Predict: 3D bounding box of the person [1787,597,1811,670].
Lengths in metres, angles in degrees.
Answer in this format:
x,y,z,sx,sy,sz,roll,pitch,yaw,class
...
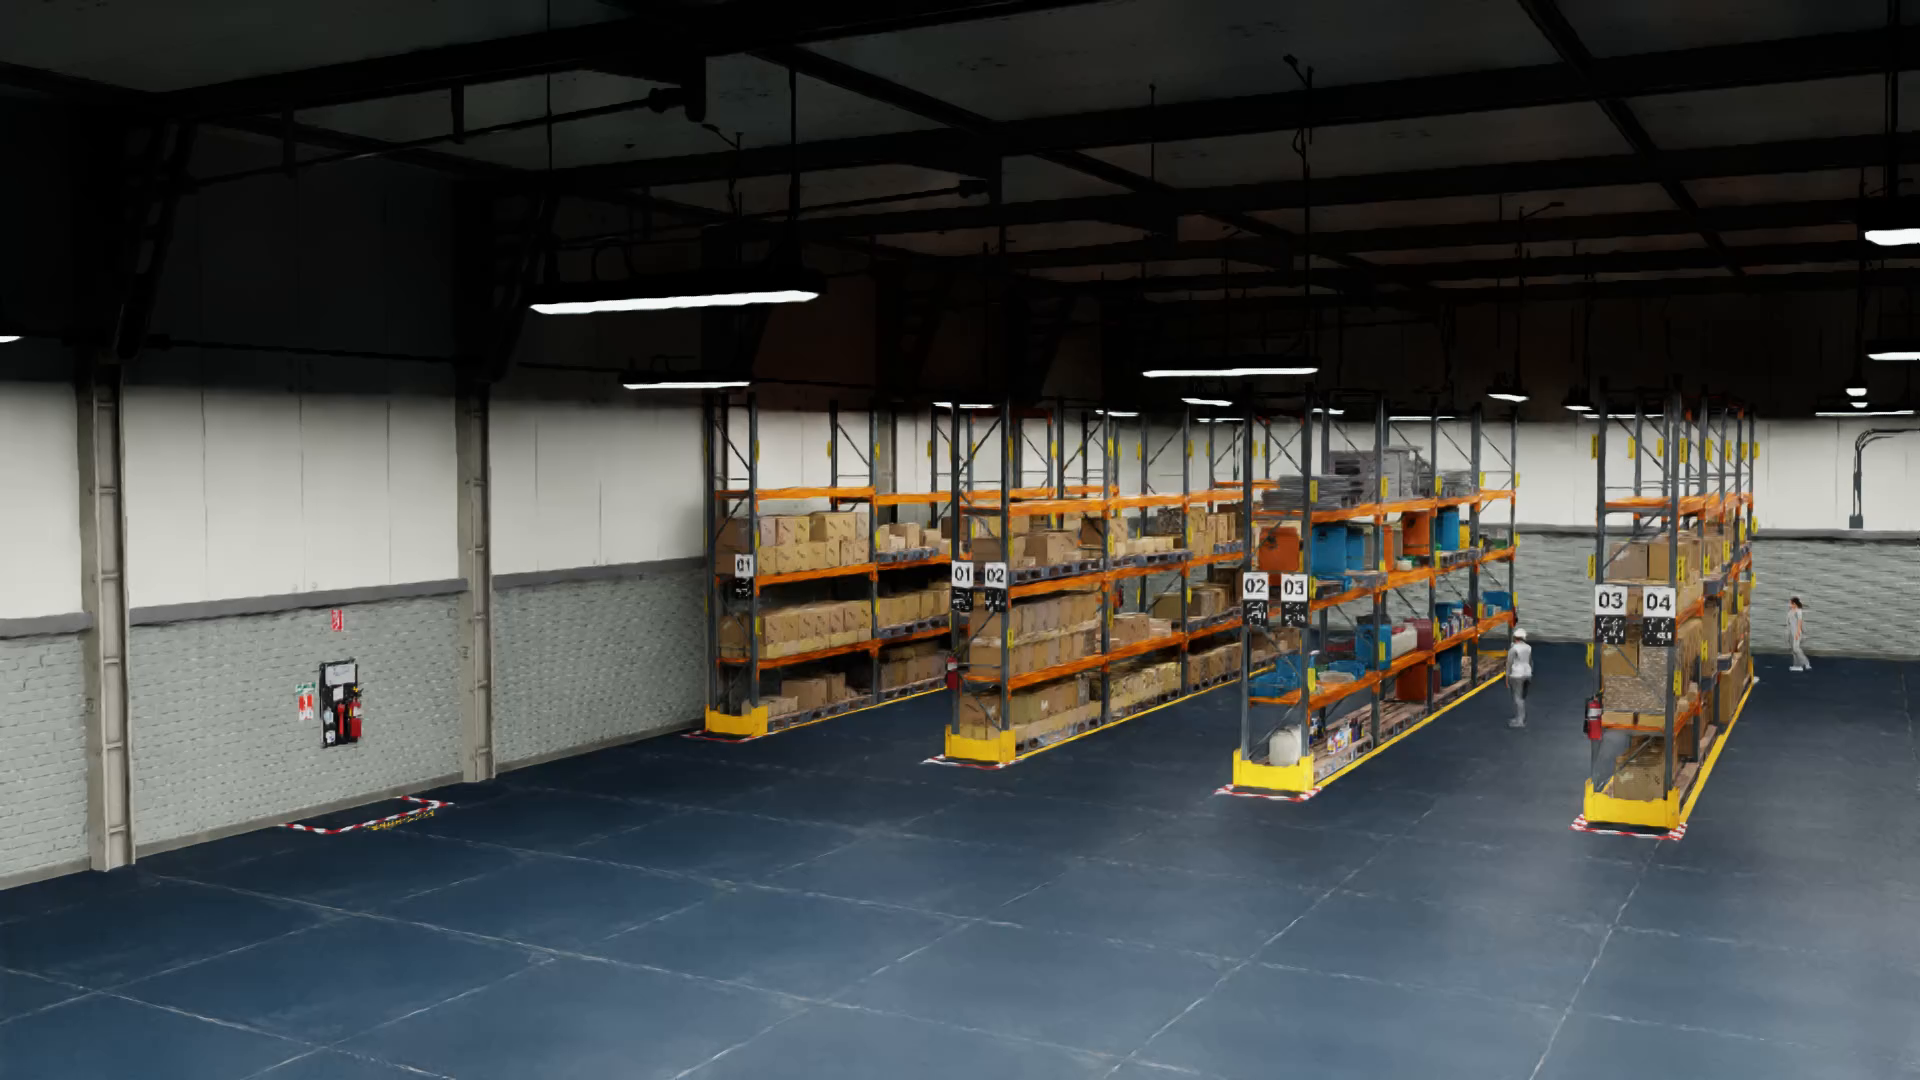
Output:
x,y,z,sx,sy,sz,roll,pitch,yaw,class
19.007,2.122,37.678,0.453,1.667,0.619,0,3,-2,person

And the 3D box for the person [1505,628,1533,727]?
x,y,z,sx,sy,sz,roll,pitch,yaw,class
10.121,2.473,30.164,0.627,1.768,0.569,-2,4,-32,person
